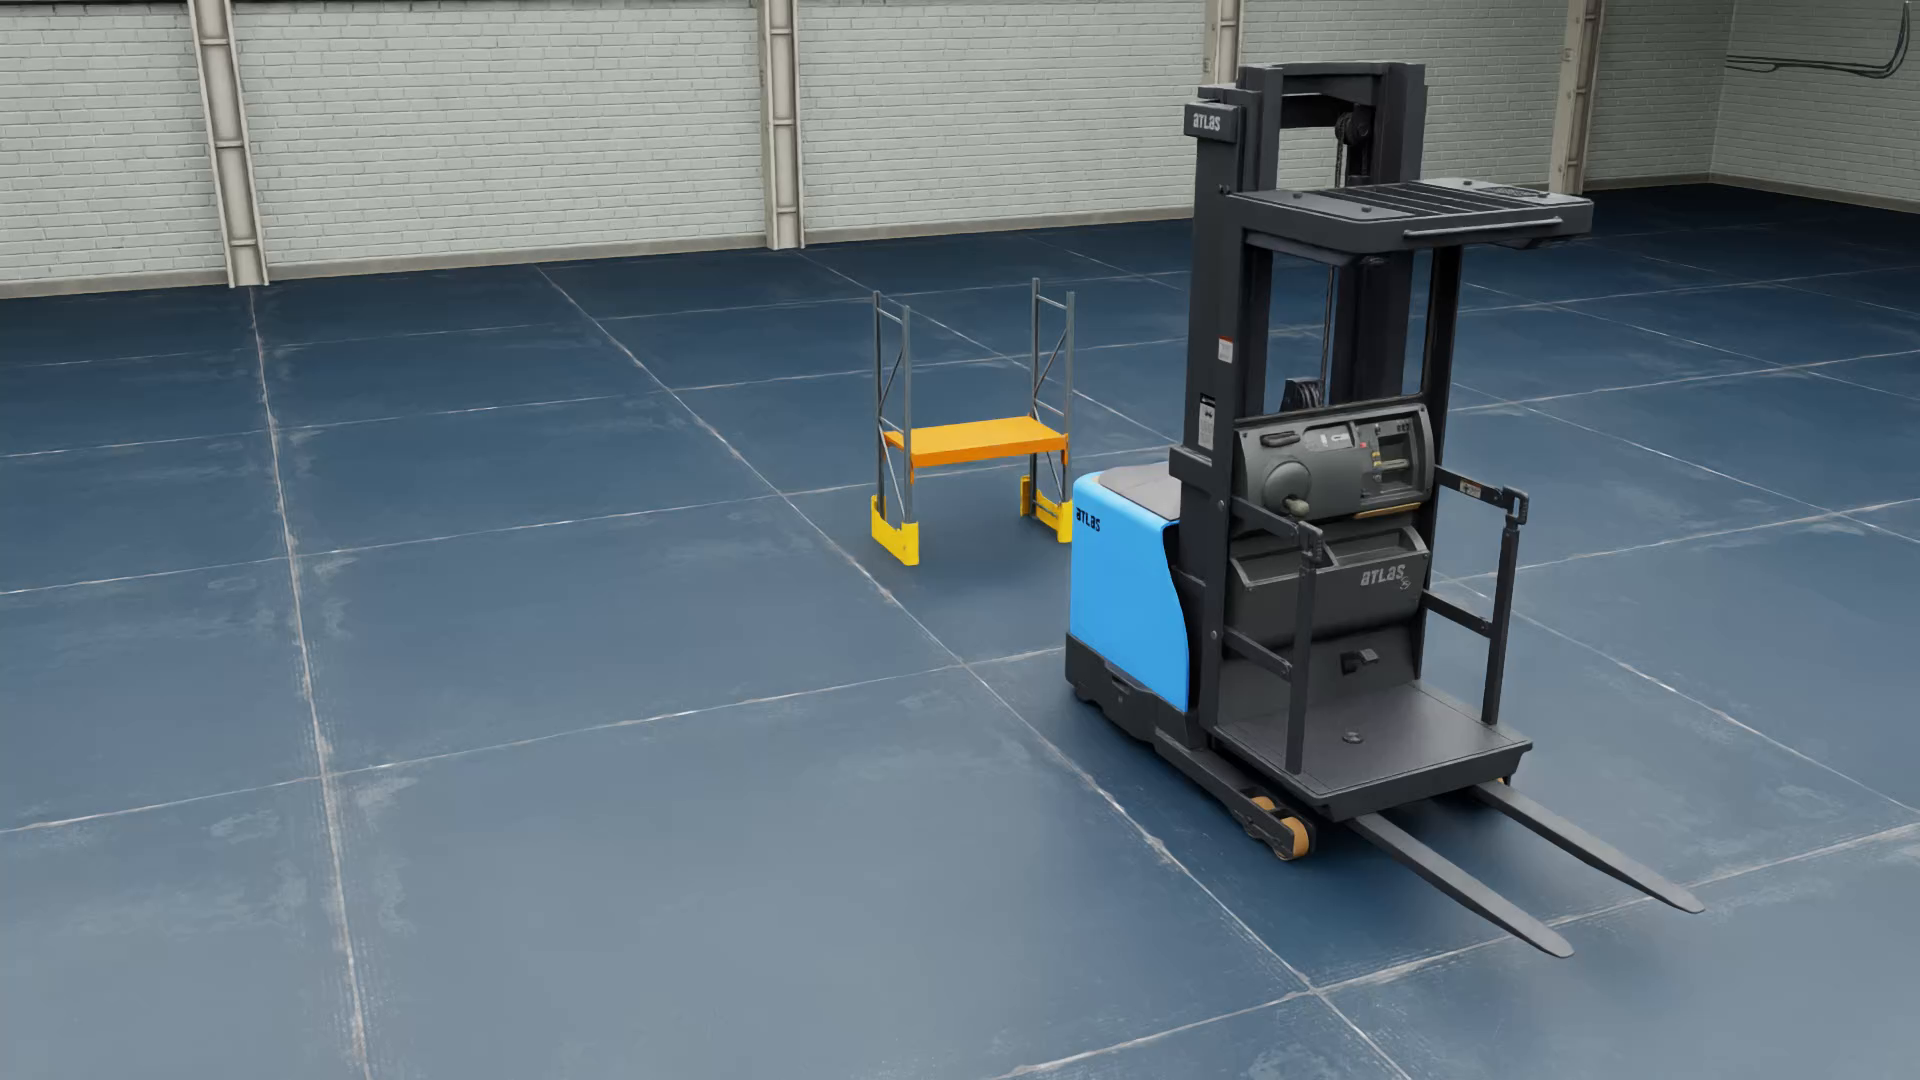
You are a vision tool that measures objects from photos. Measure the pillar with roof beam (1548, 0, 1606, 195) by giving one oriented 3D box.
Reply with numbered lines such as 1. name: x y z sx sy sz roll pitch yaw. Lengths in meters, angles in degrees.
1. pillar with roof beam: 10.621 -8.040 19.308 0.400 9.000 9.100 -8 21 -22

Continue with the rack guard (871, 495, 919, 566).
1. rack guard: -0.387 -0.062 9.823 0.087 0.250 0.587 -8 21 -22

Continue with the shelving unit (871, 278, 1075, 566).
1. shelving unit: 0.070 -0.717 9.801 1.083 1.500 0.587 -8 21 -22

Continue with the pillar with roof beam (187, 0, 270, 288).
1. pillar with roof beam: -5.907 -5.672 12.583 0.400 9.000 9.100 -8 21 -22

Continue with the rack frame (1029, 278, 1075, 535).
1. rack frame: 0.545 -0.786 9.995 0.032 1.500 0.500 -8 21 -22

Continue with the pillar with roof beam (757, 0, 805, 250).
1. pillar with roof beam: -0.398 -6.462 14.824 0.400 9.000 9.100 -8 21 -22

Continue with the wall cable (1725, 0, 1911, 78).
1. wall cable: 12.144 -7.873 23.507 0.112 2.526 3.097 -8 21 -22

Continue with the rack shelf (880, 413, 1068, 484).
1. rack shelf: 0.078 -0.549 9.865 1.000 0.185 0.538 -8 21 -22

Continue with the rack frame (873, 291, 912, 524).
1. rack frame: -0.388 -0.652 9.615 0.032 1.500 0.500 -8 21 -22

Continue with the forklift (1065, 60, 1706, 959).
1. forklift: 1.606 -0.301 6.464 1.130 2.935 3.031 -9 21 -25

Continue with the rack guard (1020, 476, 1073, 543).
1. rack guard: 0.527 -0.193 10.195 0.087 0.250 0.587 -8 21 -22

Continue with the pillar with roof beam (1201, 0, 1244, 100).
1. pillar with roof beam: 5.111 -7.251 17.066 0.400 9.000 9.100 -8 21 -22
